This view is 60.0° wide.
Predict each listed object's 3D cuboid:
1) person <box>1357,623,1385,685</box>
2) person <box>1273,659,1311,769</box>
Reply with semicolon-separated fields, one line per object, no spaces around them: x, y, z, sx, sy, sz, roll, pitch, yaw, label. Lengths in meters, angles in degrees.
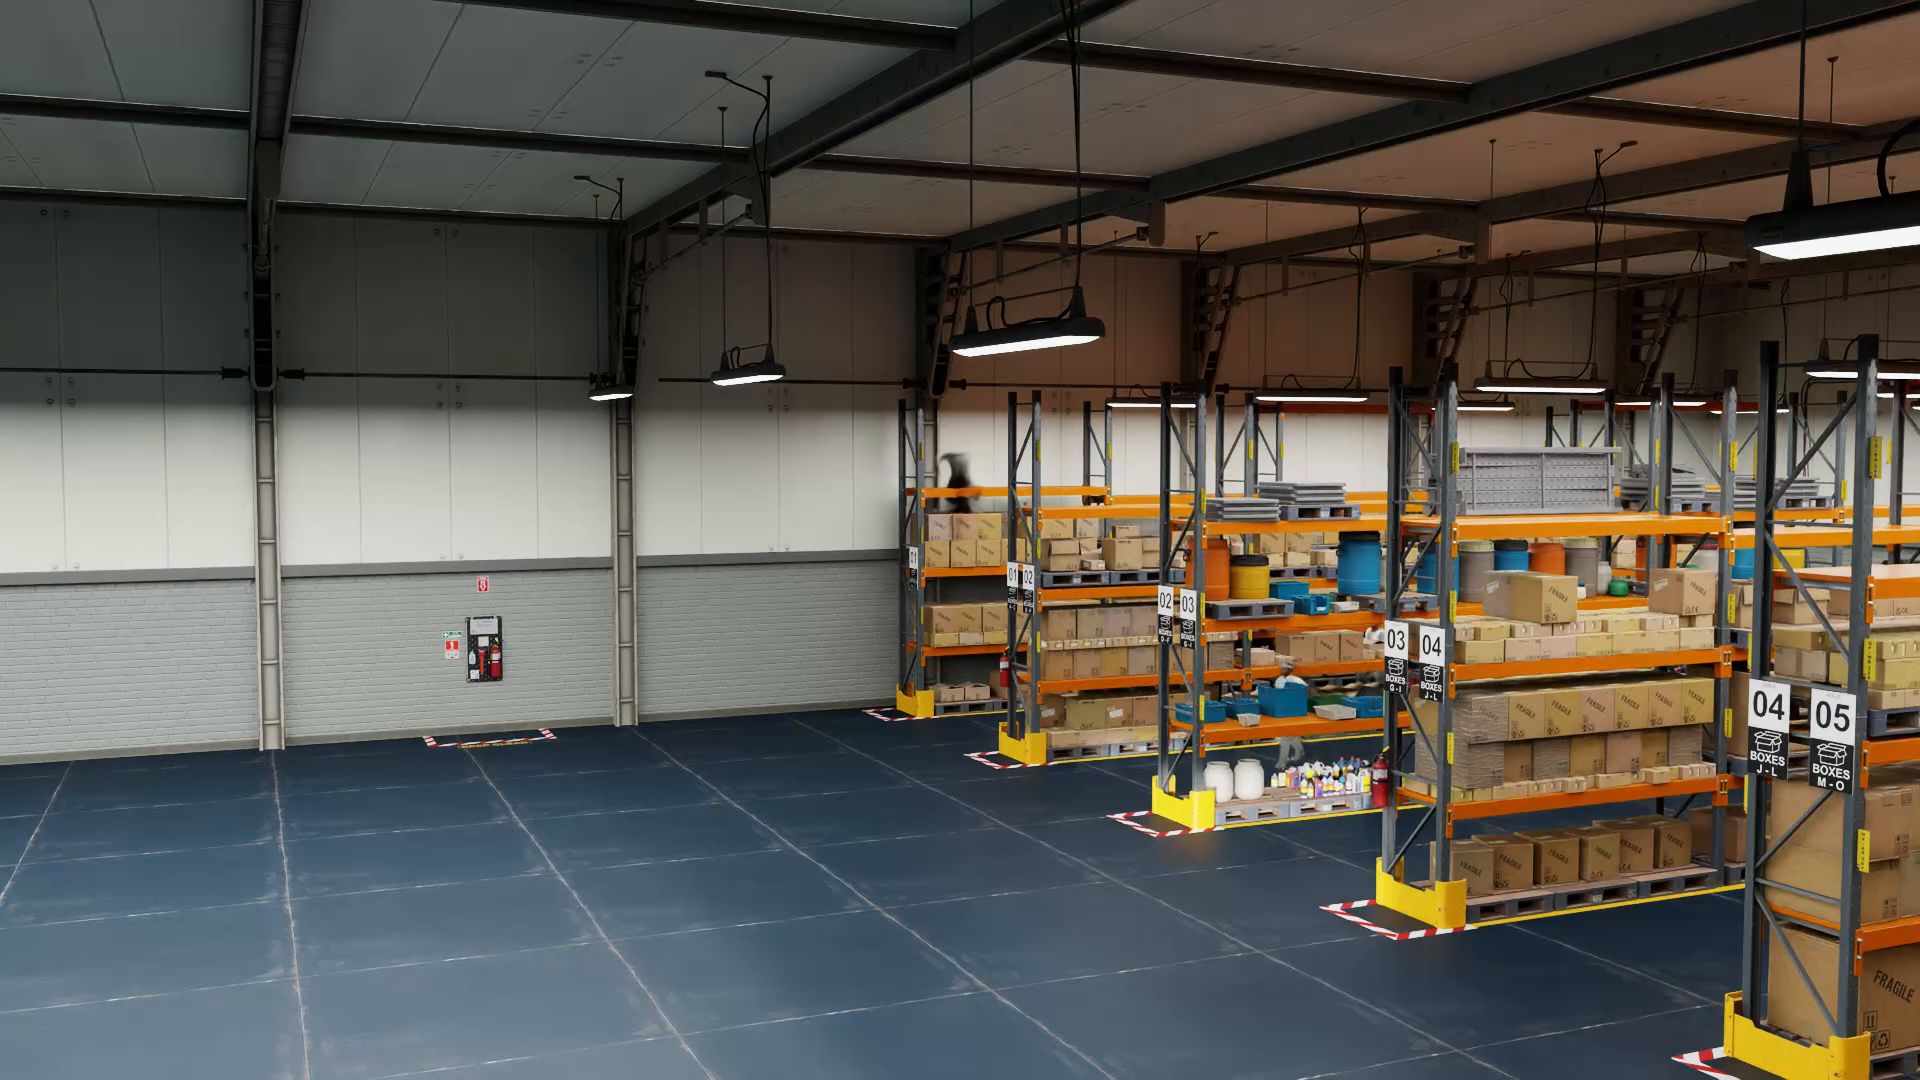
8.124;2.357;32.766;0.714;1.793;0.657;-2;4;-36;person
5.246;2.765;26.526;0.847;1.749;0.562;-2;4;-34;person
